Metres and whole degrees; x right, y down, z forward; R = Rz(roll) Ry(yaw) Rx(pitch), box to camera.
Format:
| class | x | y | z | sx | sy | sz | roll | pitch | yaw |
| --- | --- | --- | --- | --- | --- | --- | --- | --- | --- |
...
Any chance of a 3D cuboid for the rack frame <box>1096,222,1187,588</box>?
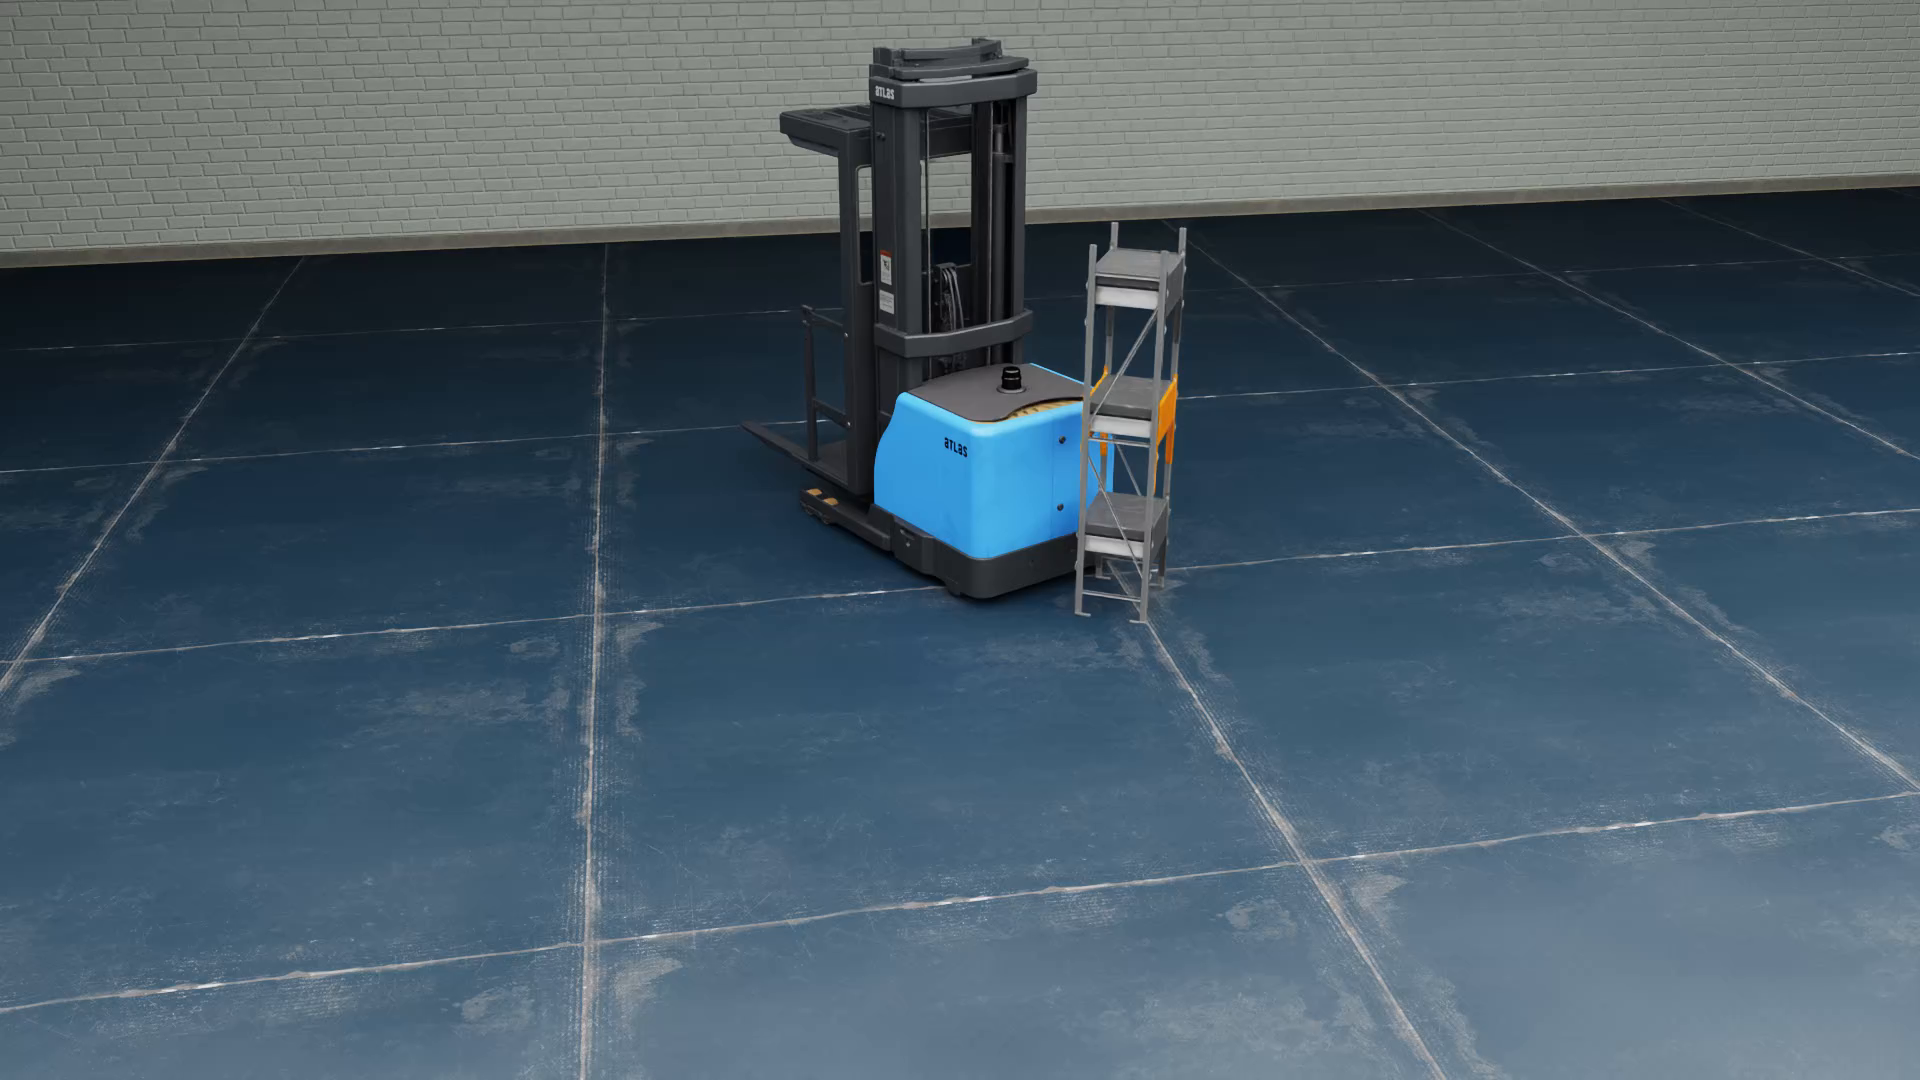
| class | x | y | z | sx | sy | sz | roll | pitch | yaw |
| --- | --- | --- | --- | --- | --- | --- | --- | --- | --- |
| rack frame | 0.991 | -0.707 | 9.220 | 0.400 | 2.100 | 0.015 | 8 | 26 | 16 |

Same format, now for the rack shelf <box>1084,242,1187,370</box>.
| class | x | y | z | sx | sy | sz | roll | pitch | yaw |
| --- | --- | --- | --- | --- | --- | --- | --- | --- | --- |
| rack shelf | 0.921 | -1.235 | 8.722 | 0.431 | 0.518 | 0.480 | 8 | 26 | 16 |

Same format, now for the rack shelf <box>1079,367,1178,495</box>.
| class | x | y | z | sx | sy | sz | roll | pitch | yaw |
| --- | --- | --- | --- | --- | --- | --- | --- | --- | --- |
| rack shelf | 0.916 | -0.598 | 9.014 | 0.431 | 0.518 | 0.480 | 8 | 26 | 16 |

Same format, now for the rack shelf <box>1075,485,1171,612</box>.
| class | x | y | z | sx | sy | sz | roll | pitch | yaw |
| --- | --- | --- | --- | --- | --- | --- | --- | --- | --- |
| rack shelf | 0.911 | 0.038 | 9.306 | 0.431 | 0.518 | 0.480 | 8 | 26 | 16 |

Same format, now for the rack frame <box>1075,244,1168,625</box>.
| class | x | y | z | sx | sy | sz | roll | pitch | yaw |
| --- | --- | --- | --- | --- | --- | --- | --- | --- | --- |
| rack frame | 0.842 | -0.514 | 8.797 | 0.400 | 2.100 | 0.015 | 8 | 26 | 16 |

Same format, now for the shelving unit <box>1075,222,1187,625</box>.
| class | x | y | z | sx | sy | sz | roll | pitch | yaw |
| --- | --- | --- | --- | --- | --- | --- | --- | --- | --- |
| shelving unit | 0.916 | -0.611 | 9.008 | 0.431 | 2.100 | 0.503 | 8 | 26 | 16 |

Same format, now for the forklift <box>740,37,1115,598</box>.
| class | x | y | z | sx | sy | sz | roll | pitch | yaw |
| --- | --- | --- | --- | --- | --- | --- | --- | --- | --- |
| forklift | -0.370 | -1.545 | 10.125 | 1.130 | 2.935 | 3.031 | -16 | 28 | -33 |
